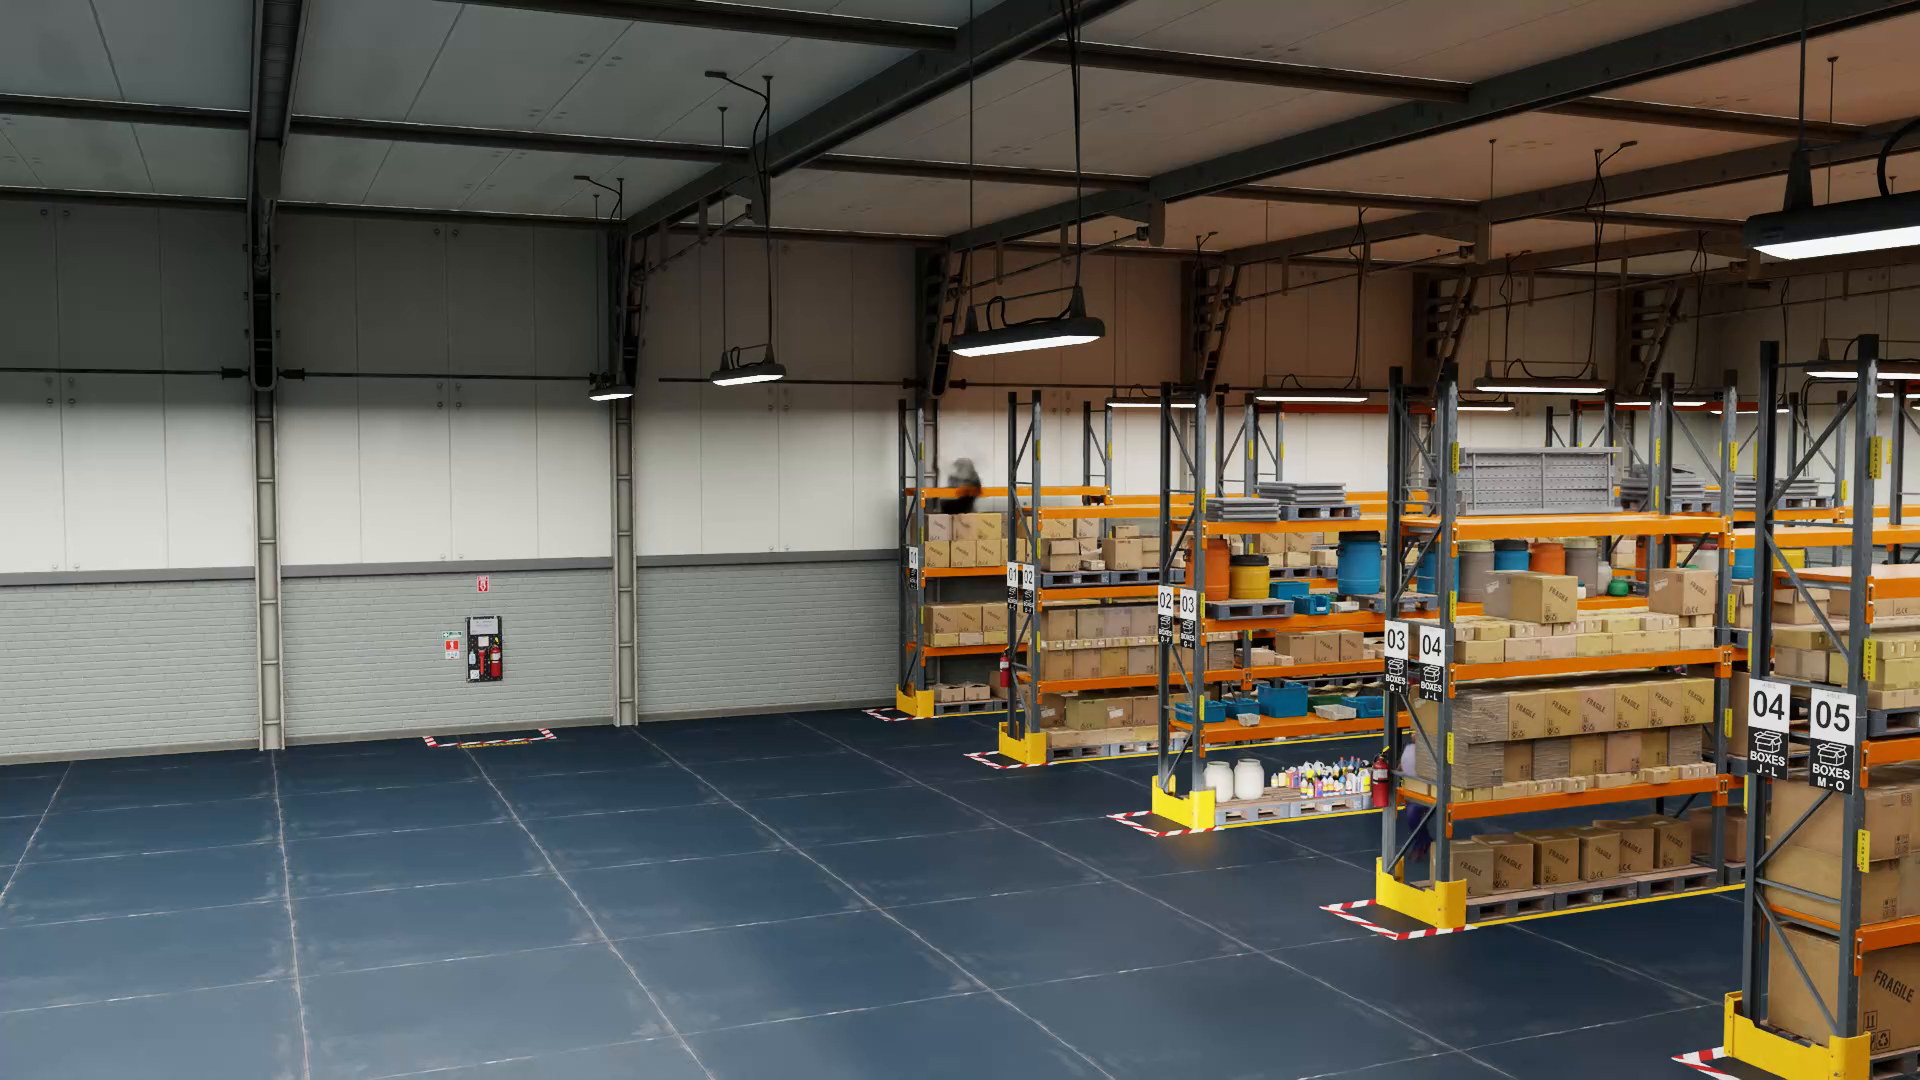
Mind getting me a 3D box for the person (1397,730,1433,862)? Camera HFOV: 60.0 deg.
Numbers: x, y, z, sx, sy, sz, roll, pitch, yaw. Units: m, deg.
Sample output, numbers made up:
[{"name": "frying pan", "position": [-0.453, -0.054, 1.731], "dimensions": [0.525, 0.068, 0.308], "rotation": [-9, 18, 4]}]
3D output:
[{"name": "person", "position": [5.675, 3.144, 20.641], "dimensions": [0.680, 1.695, 0.582], "rotation": [-2, 4, -30]}]
